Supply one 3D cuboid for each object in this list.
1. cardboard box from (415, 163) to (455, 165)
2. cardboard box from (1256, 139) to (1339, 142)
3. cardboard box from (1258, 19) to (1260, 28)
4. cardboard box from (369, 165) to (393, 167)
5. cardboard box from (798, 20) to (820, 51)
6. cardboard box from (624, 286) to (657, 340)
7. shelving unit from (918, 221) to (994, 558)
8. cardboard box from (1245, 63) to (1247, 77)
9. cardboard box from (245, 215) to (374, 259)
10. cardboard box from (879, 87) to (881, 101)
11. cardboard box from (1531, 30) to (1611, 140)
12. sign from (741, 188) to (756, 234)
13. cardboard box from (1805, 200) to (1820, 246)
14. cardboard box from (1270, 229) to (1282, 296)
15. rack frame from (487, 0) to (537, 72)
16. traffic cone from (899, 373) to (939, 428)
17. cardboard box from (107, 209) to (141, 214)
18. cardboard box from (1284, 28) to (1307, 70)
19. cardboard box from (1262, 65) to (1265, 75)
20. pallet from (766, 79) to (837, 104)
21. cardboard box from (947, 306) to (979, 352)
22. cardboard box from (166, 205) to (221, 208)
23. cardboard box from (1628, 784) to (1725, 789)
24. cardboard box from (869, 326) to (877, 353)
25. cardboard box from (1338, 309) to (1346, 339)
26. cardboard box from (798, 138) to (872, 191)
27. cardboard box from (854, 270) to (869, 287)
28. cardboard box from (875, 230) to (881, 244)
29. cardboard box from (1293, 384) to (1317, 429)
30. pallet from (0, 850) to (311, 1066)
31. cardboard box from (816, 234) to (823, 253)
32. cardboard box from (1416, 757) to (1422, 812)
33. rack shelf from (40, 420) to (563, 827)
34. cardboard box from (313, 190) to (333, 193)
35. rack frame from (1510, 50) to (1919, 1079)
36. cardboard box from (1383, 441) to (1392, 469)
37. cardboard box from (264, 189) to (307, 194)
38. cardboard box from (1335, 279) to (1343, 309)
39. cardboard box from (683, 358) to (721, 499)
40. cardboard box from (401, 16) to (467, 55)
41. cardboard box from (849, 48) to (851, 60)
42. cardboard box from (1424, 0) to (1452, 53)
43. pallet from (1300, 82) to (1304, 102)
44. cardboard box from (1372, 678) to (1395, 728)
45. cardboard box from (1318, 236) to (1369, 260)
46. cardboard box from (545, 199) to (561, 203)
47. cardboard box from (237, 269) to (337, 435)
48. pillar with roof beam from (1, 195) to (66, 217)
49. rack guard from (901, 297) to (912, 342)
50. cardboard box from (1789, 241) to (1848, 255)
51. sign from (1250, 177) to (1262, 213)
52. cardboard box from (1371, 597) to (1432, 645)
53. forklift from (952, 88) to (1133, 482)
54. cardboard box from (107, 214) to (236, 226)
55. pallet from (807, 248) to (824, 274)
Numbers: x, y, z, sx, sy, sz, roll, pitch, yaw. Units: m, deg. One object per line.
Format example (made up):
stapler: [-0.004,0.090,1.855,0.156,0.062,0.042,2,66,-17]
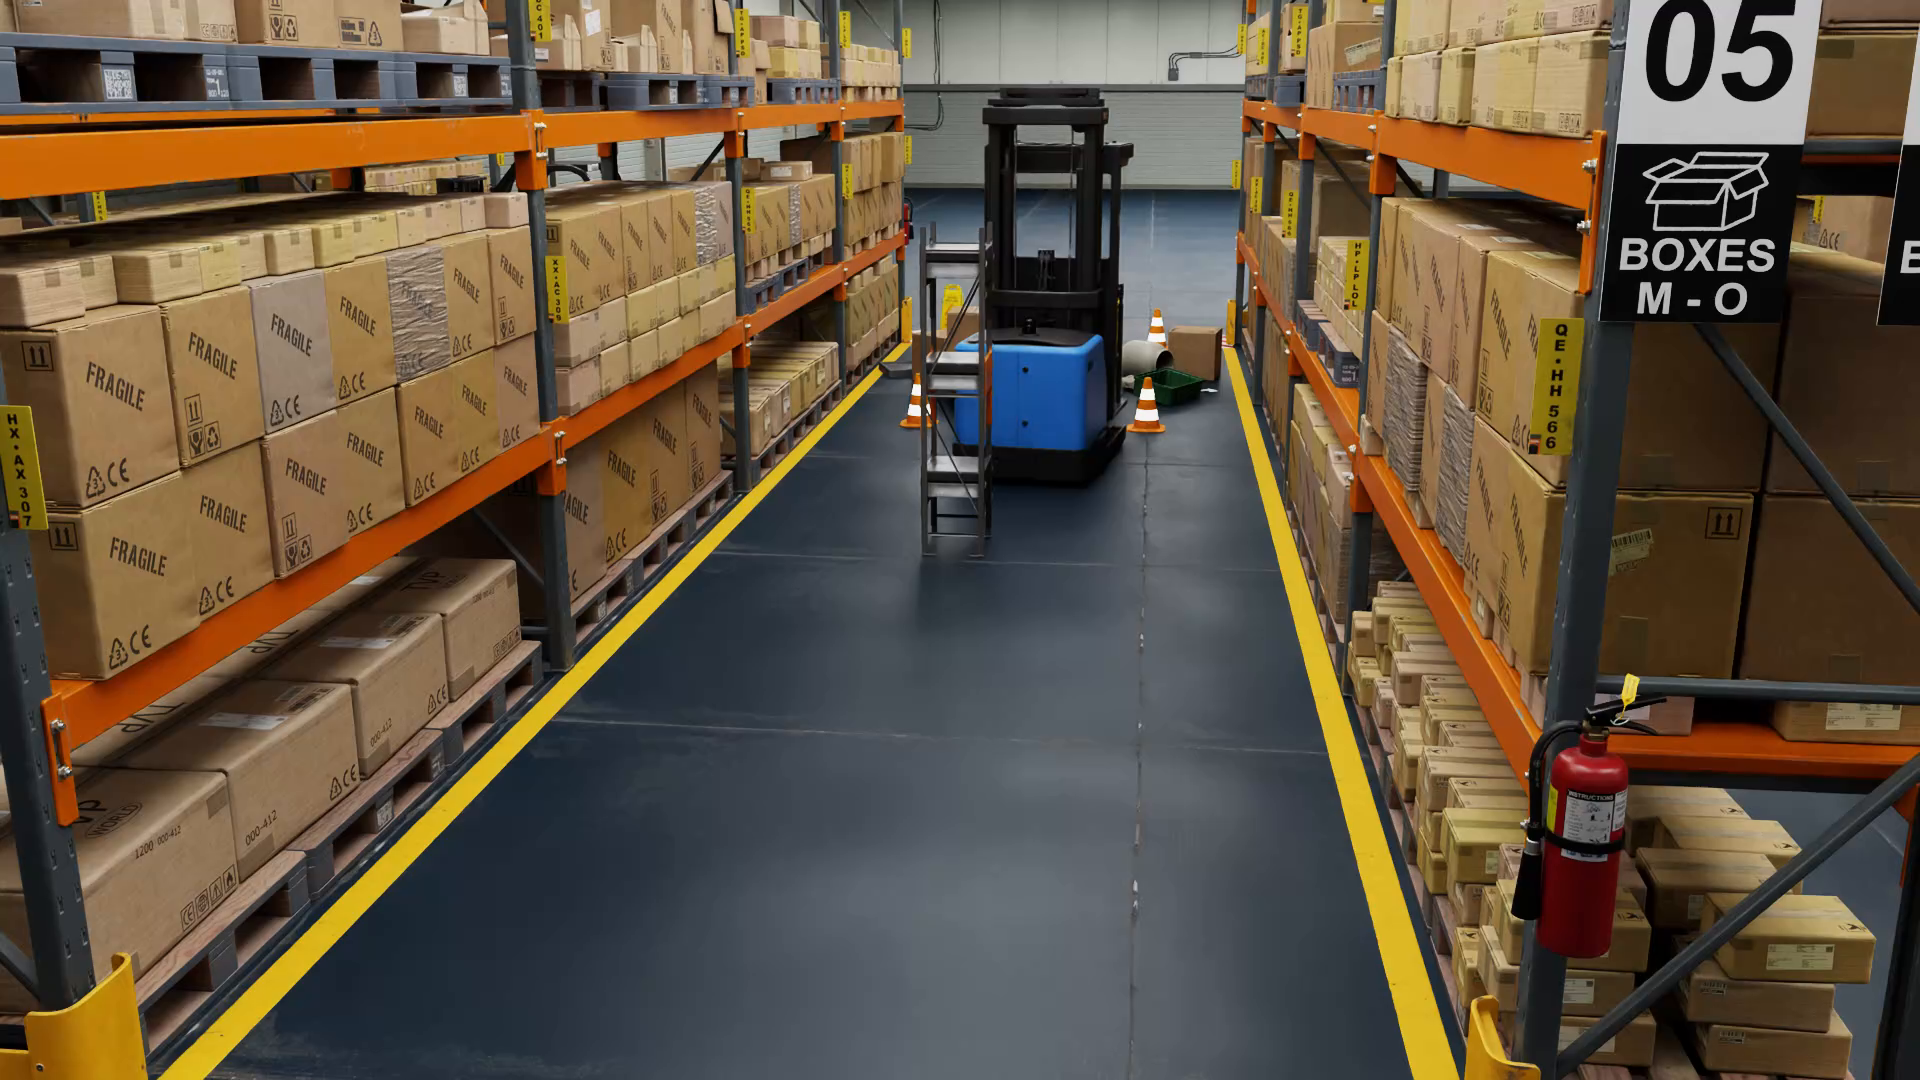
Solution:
cardboard box: [-6.033,-4.252,19.136,0.380,0.149,0.250,2,15,7]
cardboard box: [3.711,-4.130,18.335,0.875,0.550,0.550,2,15,6]
cardboard box: [3.178,-5.134,16.613,0.380,0.149,0.250,2,15,6]
cardboard box: [-6.605,-4.132,18.694,0.380,0.149,0.250,1,15,5]
cardboard box: [-1.558,-4.525,14.928,0.500,0.250,0.500,2,15,8]
cardboard box: [-2.078,-1.325,9.647,0.500,0.250,0.500,2,15,7]
shelving unit: [-0.019,-0.971,10.729,0.431,2.100,0.503,2,15,6]
cardboard box: [3.405,-5.275,18.664,0.380,0.149,0.250,2,15,7]
cardboard box: [-2.460,-1.145,6.302,0.380,0.149,0.250,2,15,6]
cardboard box: [-1.065,-4.860,18.122,0.380,0.149,0.250,2,15,6]
cardboard box: [1.745,-1.129,4.131,0.500,0.250,0.500,1,15,5]
sign: [-1.519,-2.365,11.945,0.100,0.325,0.005,2,15,6]
cardboard box: [8.340,-2.874,15.284,0.875,0.500,0.500,2,15,6]
cardboard box: [2.811,-2.267,13.609,0.500,0.500,0.500,2,15,7]
rack frame: [-2.522,-3.680,7.534,1.000,3.000,0.127,2,15,6]
traffic cone: [-0.368,-1.272,14.979,0.336,0.463,0.334,2,15,6]
cardboard box: [-7.094,-2.687,13.917,0.380,0.149,0.250,2,15,6]
cardboard box: [2.679,-3.638,12.299,0.500,0.311,0.500,2,15,6]
cardboard box: [3.062,-4.487,15.747,0.380,0.149,0.250,2,15,7]
pallet: [-1.795,-4.060,15.042,1.213,0.211,1.003,2,15,6]
cardboard box: [0.153,-1.974,16.052,0.500,0.500,0.500,2,15,6]
cardboard box: [-6.606,-2.808,14.366,0.380,0.149,0.250,2,15,6]
cardboard box: [2.407,0.858,5.760,0.380,0.149,0.250,2,15,8]
cardboard box: [-1.178,-2.156,17.853,0.500,0.250,0.500,1,15,6]
cardboard box: [2.430,-1.262,9.761,0.380,0.149,0.250,1,15,4]
cardboard box: [-1.275,-3.773,16.694,0.700,0.500,0.500,2,15,7]
cardboard box: [-1.155,-2.719,17.255,0.380,0.149,0.250,2,15,8]
cardboard box: [-1.072,-3.338,18.243,0.380,0.149,0.250,2,15,6]
cardboard box: [2.541,-0.889,11.250,0.500,0.250,0.500,1,15,4]
pallet: [-2.961,1.389,5.620,1.003,0.211,1.213,2,15,6]
cardboard box: [-1.444,-2.663,14.942,0.380,0.149,0.250,1,15,5]
cardboard box: [1.882,0.922,6.094,0.380,0.149,0.250,2,15,9]
rack shelf: [-2.748,0.082,6.492,1.077,0.370,4.000,2,15,6]
cardboard box: [-6.254,-3.441,16.706,0.380,0.149,0.250,1,15,5]
rack frame: [1.956,0.373,4.038,1.000,3.000,0.127,2,15,6]
cardboard box: [2.095,-0.411,7.415,0.380,0.149,0.250,2,15,8]
cardboard box: [-6.771,-3.457,16.766,0.380,0.149,0.250,2,15,6]
cardboard box: [2.461,-1.474,9.973,0.380,0.149,0.250,2,15,6]
cardboard box: [-2.231,-0.822,11.722,0.875,0.875,0.875,2,15,6]
cardboard box: [-2.306,-2.119,6.989,0.380,0.149,0.250,2,15,8]
cardboard box: [-1.259,-4.711,16.046,0.380,0.149,0.250,2,15,8]
cardboard box: [1.984,-1.905,6.043,0.500,0.250,0.500,2,15,7]
pallet: [3.002,-3.518,13.041,1.003,0.211,1.213,2,15,9]
cardboard box: [2.041,0.729,7.378,0.380,0.149,0.250,2,15,6]
cardboard box: [2.614,-1.956,11.185,0.380,0.149,0.250,2,15,6]
cardboard box: [-2.593,-1.704,9.610,0.500,0.500,0.500,2,15,8]
cardboard box: [-2.535,-0.662,5.757,0.500,0.500,0.500,2,15,6]
pillar with roof beam: [-3.474,-5.101,12.787,9.100,9.000,0.400,2,15,6]
rack guard: [-1.177,-2.670,20.080,1.175,0.500,0.348,2,15,6]
cardboard box: [2.402,-0.676,5.238,0.500,0.500,0.500,1,15,5]
sign: [2.759,-3.212,15.483,0.100,0.325,0.005,2,15,6]
cardboard box: [2.073,0.374,7.549,0.380,0.149,0.250,2,15,9]
forklift: [0.797,-2.195,13.663,1.130,2.935,3.031,4,16,14]
cardboard box: [-3.006,-1.160,6.355,0.380,0.149,0.250,2,15,6]
pallet: [-1.850,-2.573,15.298,1.003,0.211,1.213,2,15,6]
